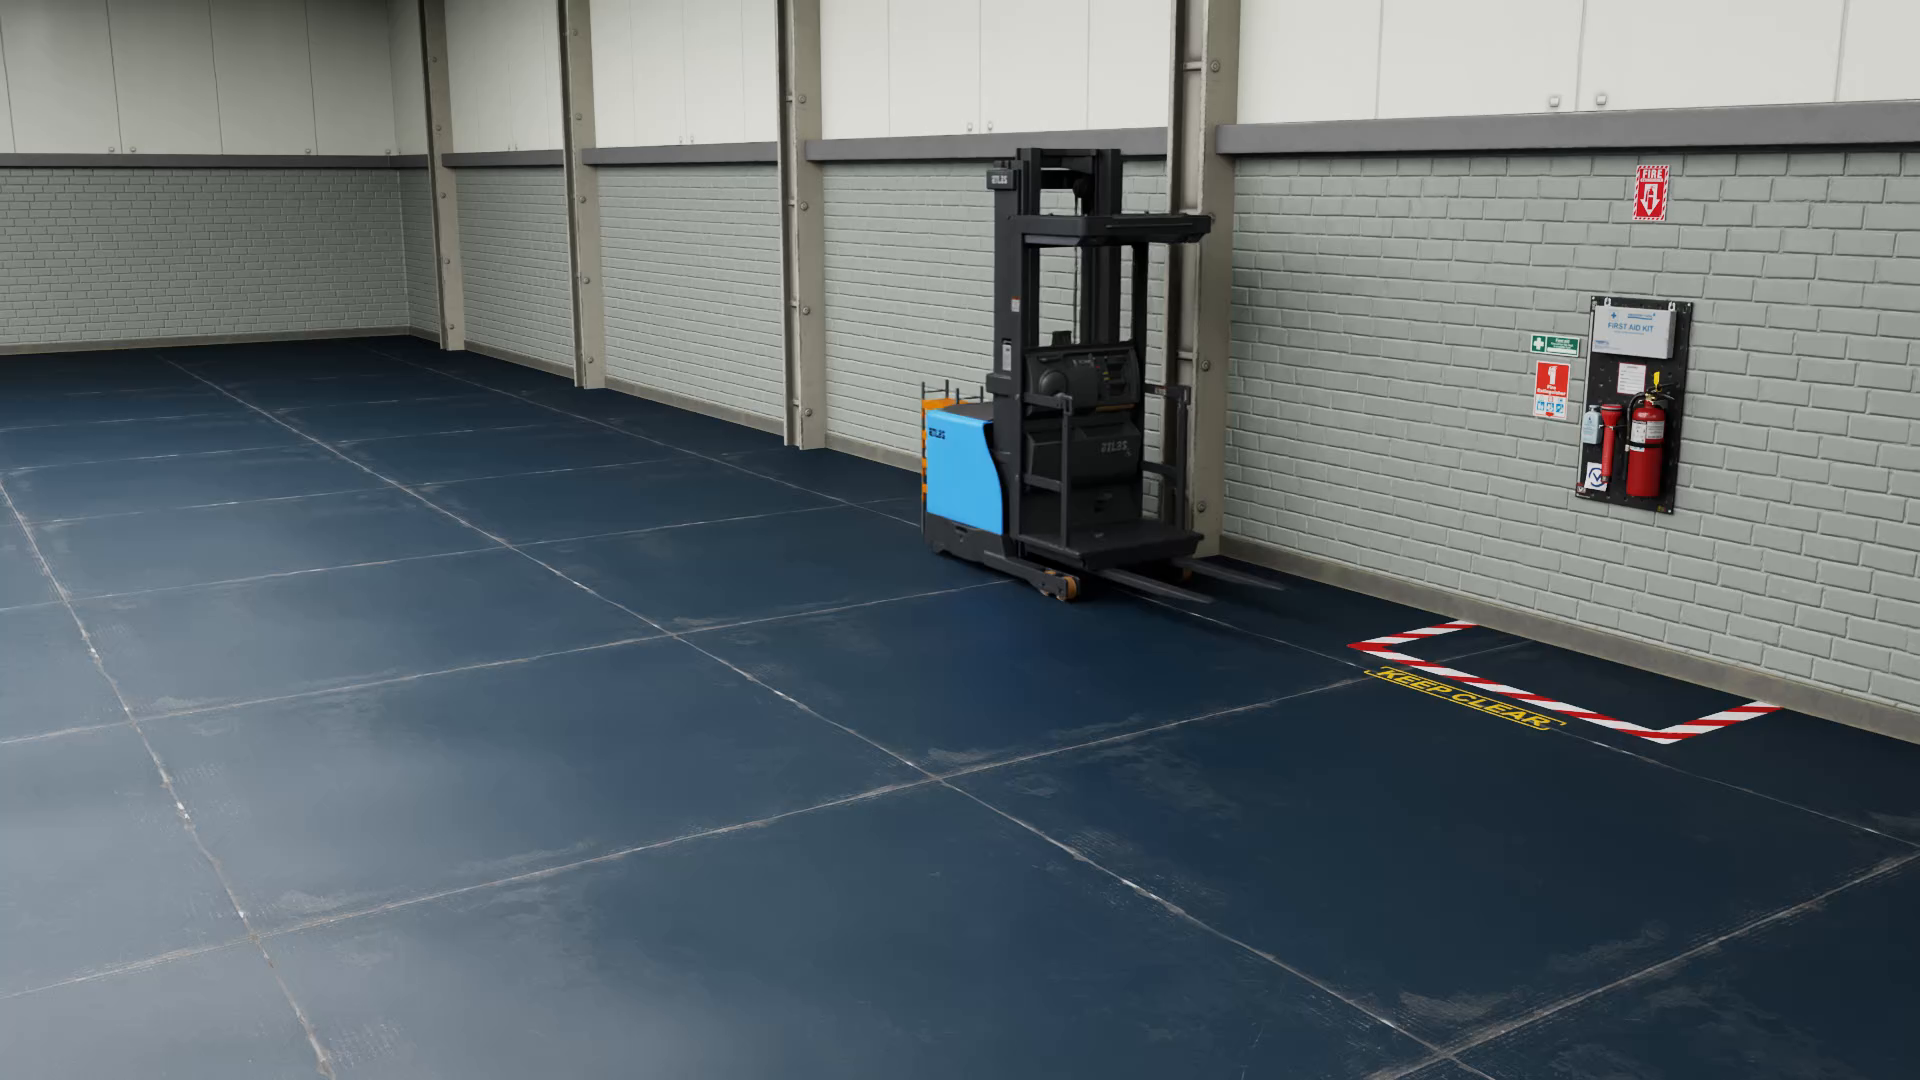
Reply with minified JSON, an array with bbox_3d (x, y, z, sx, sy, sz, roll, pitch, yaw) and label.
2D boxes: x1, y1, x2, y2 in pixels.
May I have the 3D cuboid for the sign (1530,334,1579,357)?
[{"bbox_3d":[3.480,-1.141,9.732,0.001,0.109,0.331,-8,15,-33],"label":"sign"}]

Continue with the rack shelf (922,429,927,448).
[{"bbox_3d":[-0.061,-0.760,12.798,0.258,0.148,0.480,-8,15,-32],"label":"rack shelf"}]

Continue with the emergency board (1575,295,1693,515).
[{"bbox_3d":[3.705,-0.756,9.295,0.194,1.169,0.643,-8,15,-33],"label":"emergency board"}]

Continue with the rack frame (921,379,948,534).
[{"bbox_3d":[-0.194,-0.651,13.030,0.240,1.200,0.015,-8,15,-32],"label":"rack frame"}]

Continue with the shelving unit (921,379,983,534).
[{"bbox_3d":[-0.061,-0.607,12.831,0.258,1.200,0.503,-8,15,-32],"label":"shelving unit"}]

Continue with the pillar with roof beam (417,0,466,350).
[{"bbox_3d":[-11.838,-7.001,23.812,9.100,9.000,0.400,-8,15,-33],"label":"pillar with roof beam"}]

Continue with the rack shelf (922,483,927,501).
[{"bbox_3d":[-0.061,-0.348,12.888,0.258,0.148,0.480,-8,15,-32],"label":"rack shelf"}]

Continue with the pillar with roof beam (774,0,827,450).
[{"bbox_3d":[-5.190,-4.867,14.053,9.100,9.000,0.400,-8,15,-33],"label":"pillar with roof beam"}]

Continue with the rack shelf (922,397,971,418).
[{"bbox_3d":[-0.061,-0.991,12.747,0.258,0.148,0.480,-8,15,-32],"label":"rack shelf"}]

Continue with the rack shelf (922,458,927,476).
[{"bbox_3d":[-0.061,-0.542,12.845,0.258,0.148,0.480,-8,15,-32],"label":"rack shelf"}]

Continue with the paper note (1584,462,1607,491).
[{"bbox_3d":[3.664,-0.365,9.571,0.016,0.148,0.142,-8,15,-33],"label":"paper note"}]

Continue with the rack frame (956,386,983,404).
[{"bbox_3d":[0.073,-0.564,12.631,0.240,1.200,0.015,-8,15,-32],"label":"rack frame"}]

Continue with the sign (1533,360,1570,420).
[{"bbox_3d":[3.485,-0.884,9.797,0.001,0.329,0.234,-8,15,-33],"label":"sign"}]

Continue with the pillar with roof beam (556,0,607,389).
[{"bbox_3d":[-8.514,-5.934,18.933,9.100,9.000,0.400,-8,15,-33],"label":"pillar with roof beam"}]

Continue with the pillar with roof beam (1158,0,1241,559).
[{"bbox_3d":[-1.866,-3.800,9.174,9.100,9.000,0.400,-8,15,-33],"label":"pillar with roof beam"}]

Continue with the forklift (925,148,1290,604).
[{"bbox_3d":[0.964,-1.142,11.223,1.130,2.935,3.031,-8,15,-32],"label":"forklift"}]

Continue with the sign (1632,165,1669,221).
[{"bbox_3d":[3.784,-1.901,9.108,0.001,0.298,0.199,-8,15,-33],"label":"sign"}]
